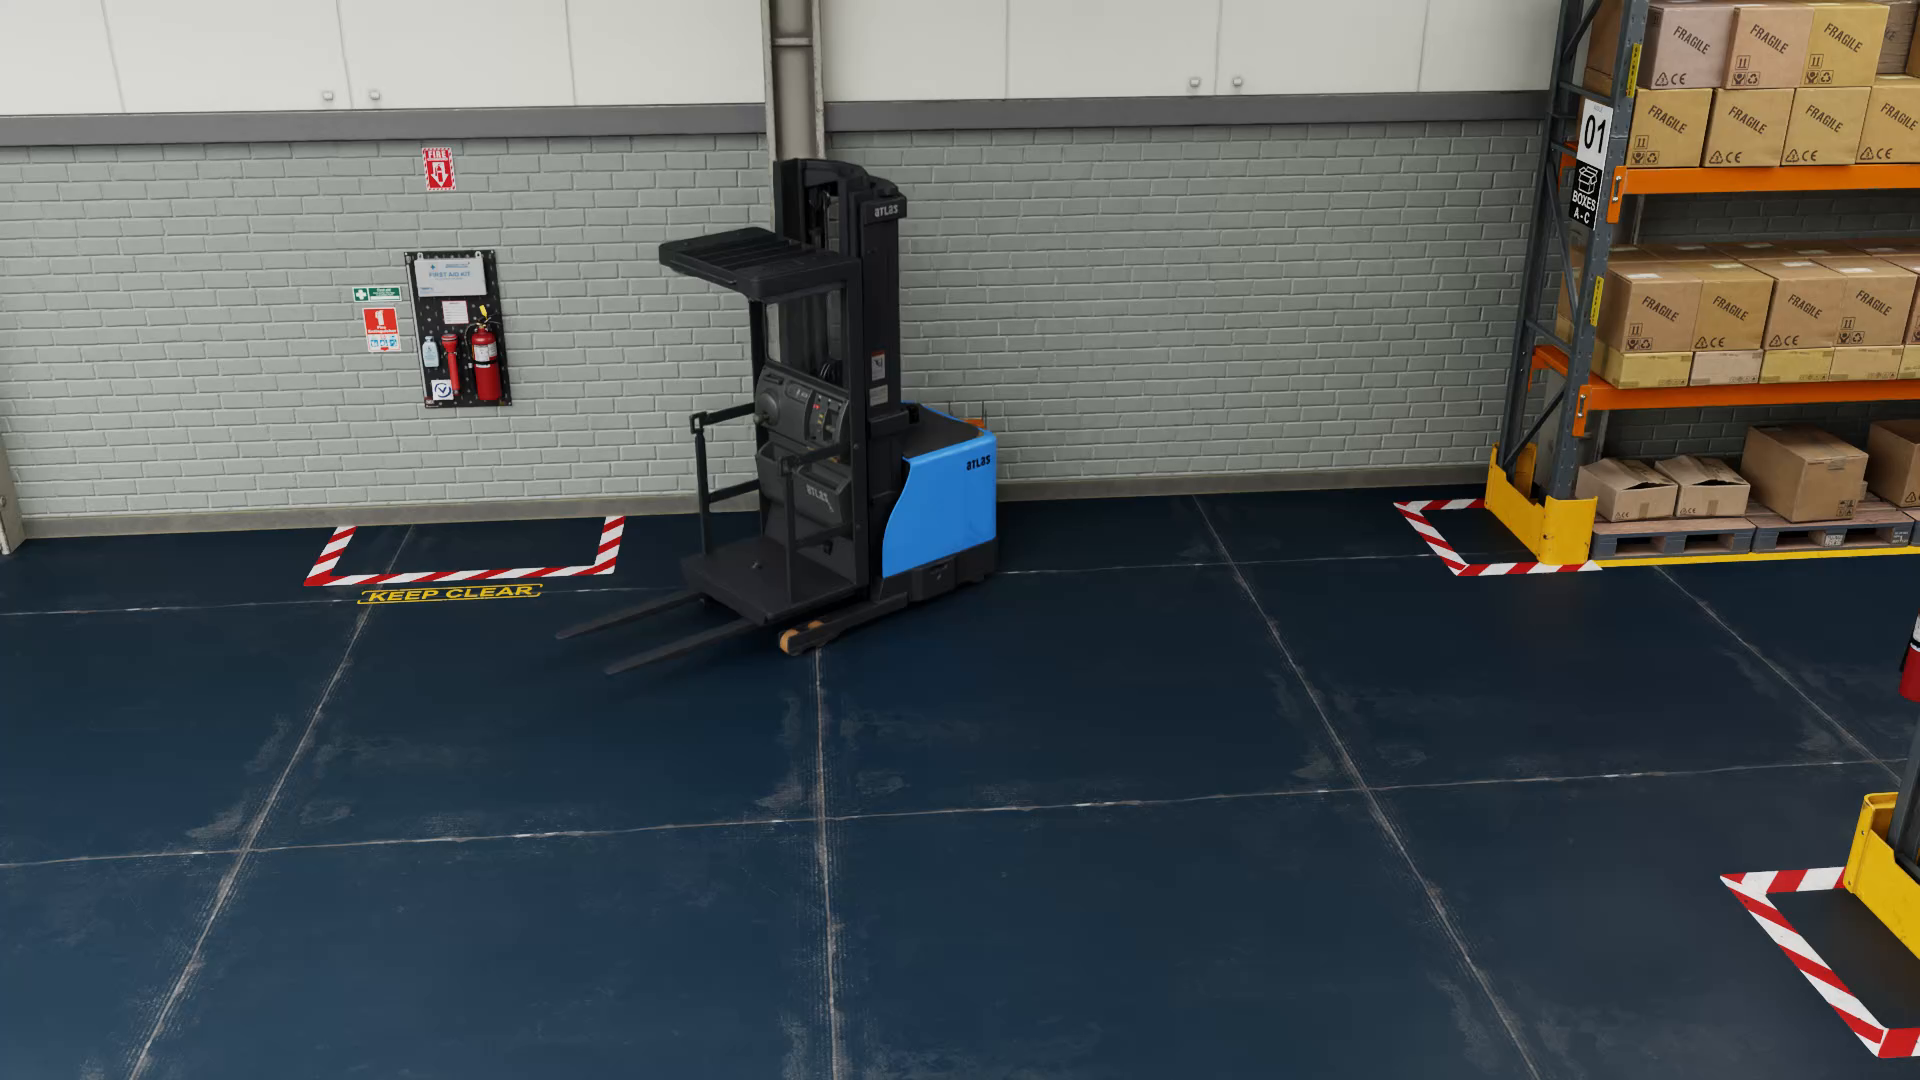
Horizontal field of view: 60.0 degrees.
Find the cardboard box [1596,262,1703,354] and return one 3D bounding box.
[{"bbox_3d":[4.720,-1.607,11.468,0.500,0.500,0.500,-2,24,-5],"label":"cardboard box"}]

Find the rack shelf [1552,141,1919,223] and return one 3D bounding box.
[{"bbox_3d":[6.206,-2.548,11.541,4.000,0.370,1.077,-2,24,-5],"label":"rack shelf"}]

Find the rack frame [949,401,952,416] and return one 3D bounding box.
[{"bbox_3d":[-0.068,-0.477,12.091,0.008,1.050,0.200,-2,24,-5],"label":"rack frame"}]

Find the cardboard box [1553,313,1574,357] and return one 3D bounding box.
[{"bbox_3d":[4.662,-1.463,12.070,0.500,0.250,0.500,-2,24,-4],"label":"cardboard box"}]

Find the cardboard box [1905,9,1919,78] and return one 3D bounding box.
[{"bbox_3d":[6.661,-3.287,10.941,0.500,0.500,0.500,-3,24,-7],"label":"cardboard box"}]

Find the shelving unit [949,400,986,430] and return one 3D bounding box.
[{"bbox_3d":[0.053,-0.482,12.102,0.252,1.050,0.215,-2,24,-5],"label":"shelving unit"}]

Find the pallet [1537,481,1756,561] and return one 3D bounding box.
[{"bbox_3d":[5.103,-0.173,12.439,1.213,0.211,1.003,-2,24,-5],"label":"pallet"}]

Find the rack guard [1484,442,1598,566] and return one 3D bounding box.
[{"bbox_3d":[4.291,-0.287,12.339,0.348,0.500,1.175,-2,24,-5],"label":"rack guard"}]

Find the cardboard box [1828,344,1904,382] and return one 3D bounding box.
[{"bbox_3d":[6.259,-1.321,11.750,0.500,0.250,0.500,-2,24,-5],"label":"cardboard box"}]

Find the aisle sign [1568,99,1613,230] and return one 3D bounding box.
[{"bbox_3d":[4.174,-2.490,11.018,0.004,0.787,0.394,-2,24,-5],"label":"aisle sign"}]

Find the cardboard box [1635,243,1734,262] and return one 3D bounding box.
[{"bbox_3d":[5.166,-1.830,11.971,0.500,0.500,0.500,-2,24,-4],"label":"cardboard box"}]

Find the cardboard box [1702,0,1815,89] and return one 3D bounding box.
[{"bbox_3d":[5.127,-3.225,10.801,0.500,0.500,0.500,-3,24,-6],"label":"cardboard box"}]

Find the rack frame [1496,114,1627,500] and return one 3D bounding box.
[{"bbox_3d":[4.216,-1.426,11.825,0.127,3.000,1.000,-2,24,-5],"label":"rack frame"}]

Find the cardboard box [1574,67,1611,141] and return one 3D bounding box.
[{"bbox_3d":[4.606,-2.970,11.459,0.500,0.500,0.500,-1,24,-1],"label":"cardboard box"}]

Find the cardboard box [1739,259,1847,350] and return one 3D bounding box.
[{"bbox_3d":[5.728,-1.640,11.544,0.500,0.500,0.500,-3,24,-7],"label":"cardboard box"}]

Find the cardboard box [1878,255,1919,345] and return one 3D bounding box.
[{"bbox_3d":[6.758,-1.687,11.649,0.500,0.500,0.500,-3,24,-7],"label":"cardboard box"}]

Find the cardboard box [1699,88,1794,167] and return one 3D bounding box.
[{"bbox_3d":[5.111,-2.771,11.010,0.500,0.500,0.500,-1,24,-2],"label":"cardboard box"}]

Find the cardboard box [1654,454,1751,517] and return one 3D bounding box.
[{"bbox_3d":[5.481,-0.412,12.313,0.500,0.311,0.500,0,24,-1],"label":"cardboard box"}]

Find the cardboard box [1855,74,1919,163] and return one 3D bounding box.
[{"bbox_3d":[6.159,-2.823,11.127,0.500,0.500,0.500,-1,24,-2],"label":"cardboard box"}]

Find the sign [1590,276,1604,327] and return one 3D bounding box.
[{"bbox_3d":[4.269,-1.602,11.156,0.005,0.325,0.100,-2,24,-5],"label":"sign"}]

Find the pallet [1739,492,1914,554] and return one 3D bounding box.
[{"bbox_3d":[6.315,-0.220,12.546,1.213,0.211,1.003,-2,24,-5],"label":"pallet"}]

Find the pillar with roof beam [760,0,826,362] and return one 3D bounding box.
[{"bbox_3d":[-0.720,-2.565,7.002,0.400,9.000,9.100,-2,24,-5],"label":"pillar with roof beam"}]

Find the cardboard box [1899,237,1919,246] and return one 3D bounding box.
[{"bbox_3d":[7.193,-1.915,12.163,0.500,0.500,0.500,-2,24,-5],"label":"cardboard box"}]

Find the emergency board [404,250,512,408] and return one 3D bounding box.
[{"bbox_3d":[-3.607,-1.481,11.948,0.643,1.169,0.194,-2,24,-5],"label":"emergency board"}]

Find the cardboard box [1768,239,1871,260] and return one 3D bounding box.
[{"bbox_3d":[6.181,-1.872,12.066,0.500,0.500,0.500,-2,24,-4],"label":"cardboard box"}]

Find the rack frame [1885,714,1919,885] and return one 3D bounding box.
[{"bbox_3d":[4.706,0.576,7.320,0.127,3.000,1.000,-2,24,-5],"label":"rack frame"}]

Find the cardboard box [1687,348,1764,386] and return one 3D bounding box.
[{"bbox_3d":[5.248,-1.284,11.666,0.500,0.250,0.500,-3,24,-7],"label":"cardboard box"}]

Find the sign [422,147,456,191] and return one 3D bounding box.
[{"bbox_3d":[-3.624,-2.580,11.567,0.199,0.298,0.001,-2,24,-5],"label":"sign"}]

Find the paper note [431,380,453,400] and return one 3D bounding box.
[{"bbox_3d":[-3.790,-1.099,12.174,0.142,0.148,0.016,-2,24,-5],"label":"paper note"}]

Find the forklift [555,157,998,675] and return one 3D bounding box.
[{"bbox_3d":[-1.180,-0.838,10.587,3.031,2.935,1.130,-19,30,-37],"label":"forklift"}]

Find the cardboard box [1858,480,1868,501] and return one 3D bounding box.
[{"bbox_3d":[6.603,-0.428,12.548,0.250,0.149,0.380,-4,24,-9],"label":"cardboard box"}]

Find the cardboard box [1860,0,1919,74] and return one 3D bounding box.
[{"bbox_3d":[6.155,-3.485,11.386,0.500,0.500,0.500,-2,24,-5],"label":"cardboard box"}]
